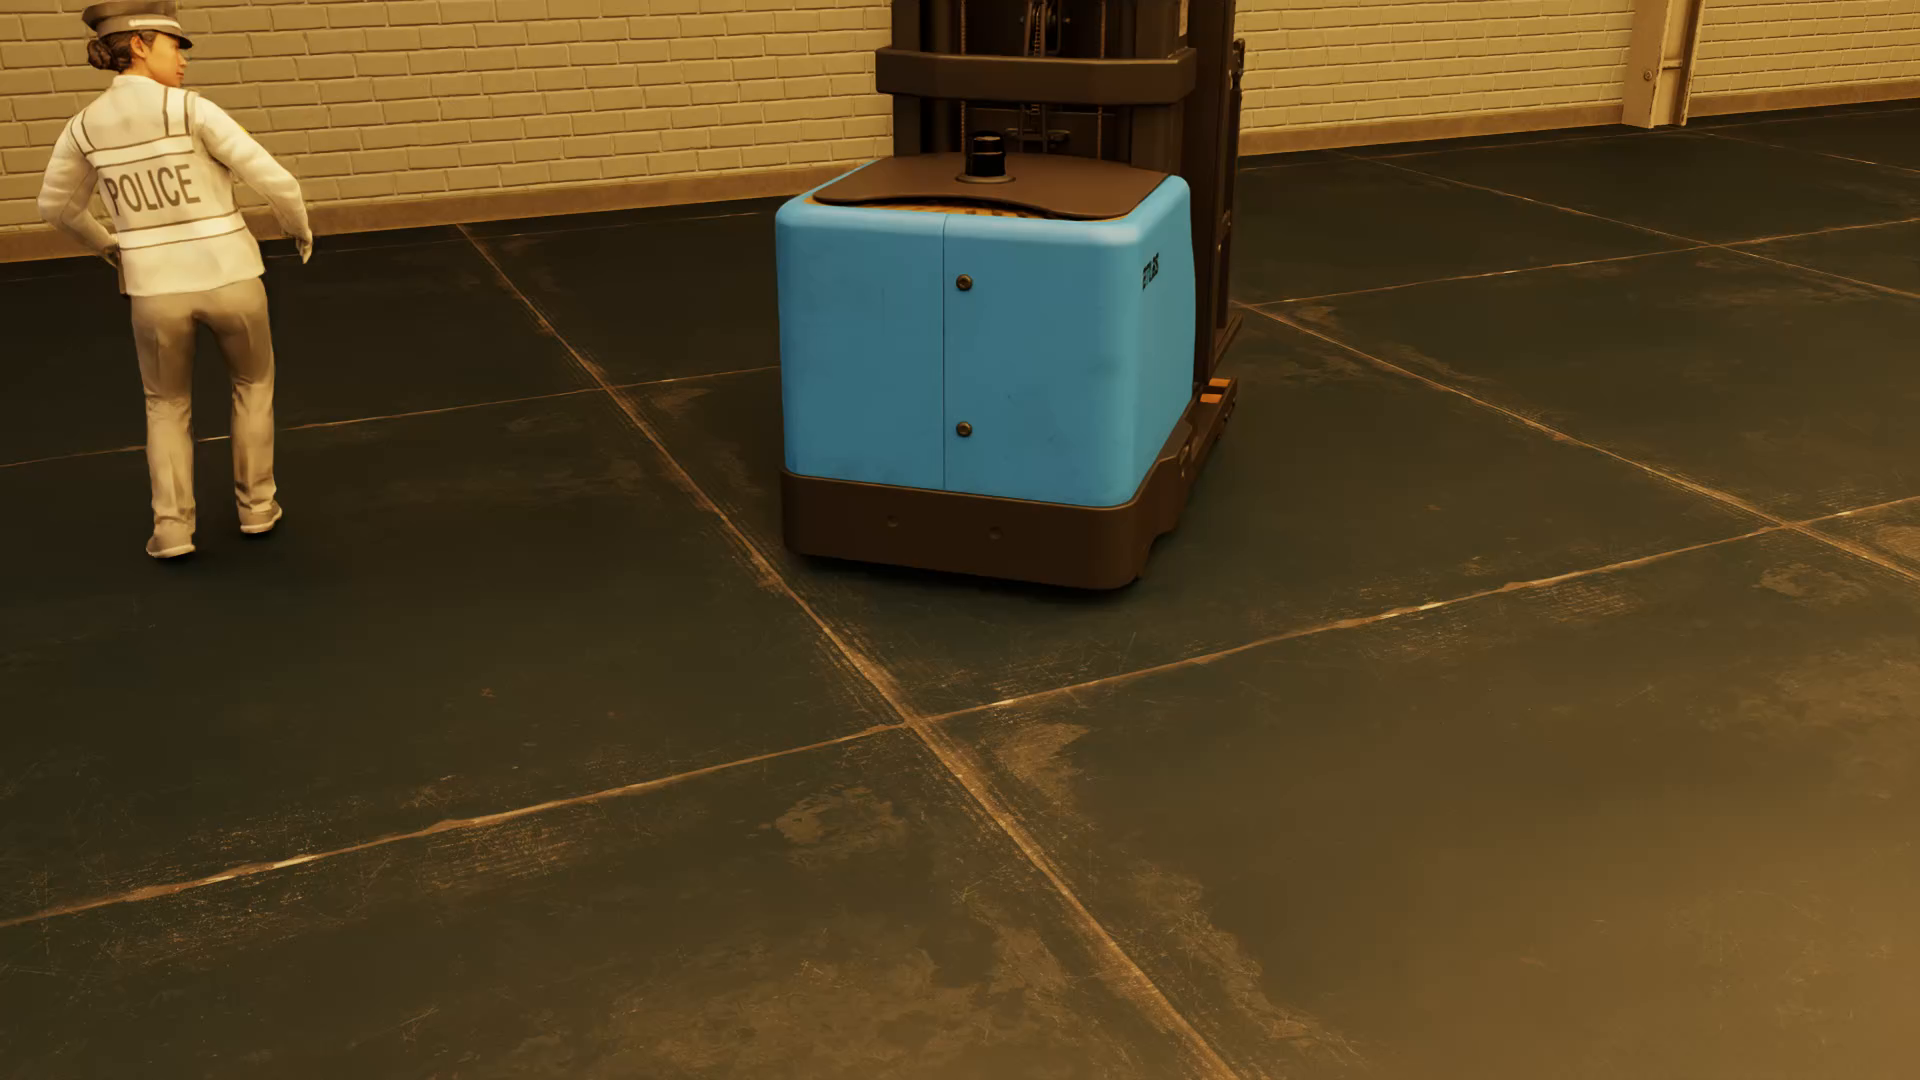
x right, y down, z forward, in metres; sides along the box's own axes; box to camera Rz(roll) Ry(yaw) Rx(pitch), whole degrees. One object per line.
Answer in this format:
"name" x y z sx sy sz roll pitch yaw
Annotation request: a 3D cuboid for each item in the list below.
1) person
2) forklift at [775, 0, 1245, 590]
"person" -2.254 -0.748 4.865 0.729 1.624 0.624 -5 23 -12
"forklift" 0.398 -1.753 5.505 1.130 2.935 3.031 7 23 16
